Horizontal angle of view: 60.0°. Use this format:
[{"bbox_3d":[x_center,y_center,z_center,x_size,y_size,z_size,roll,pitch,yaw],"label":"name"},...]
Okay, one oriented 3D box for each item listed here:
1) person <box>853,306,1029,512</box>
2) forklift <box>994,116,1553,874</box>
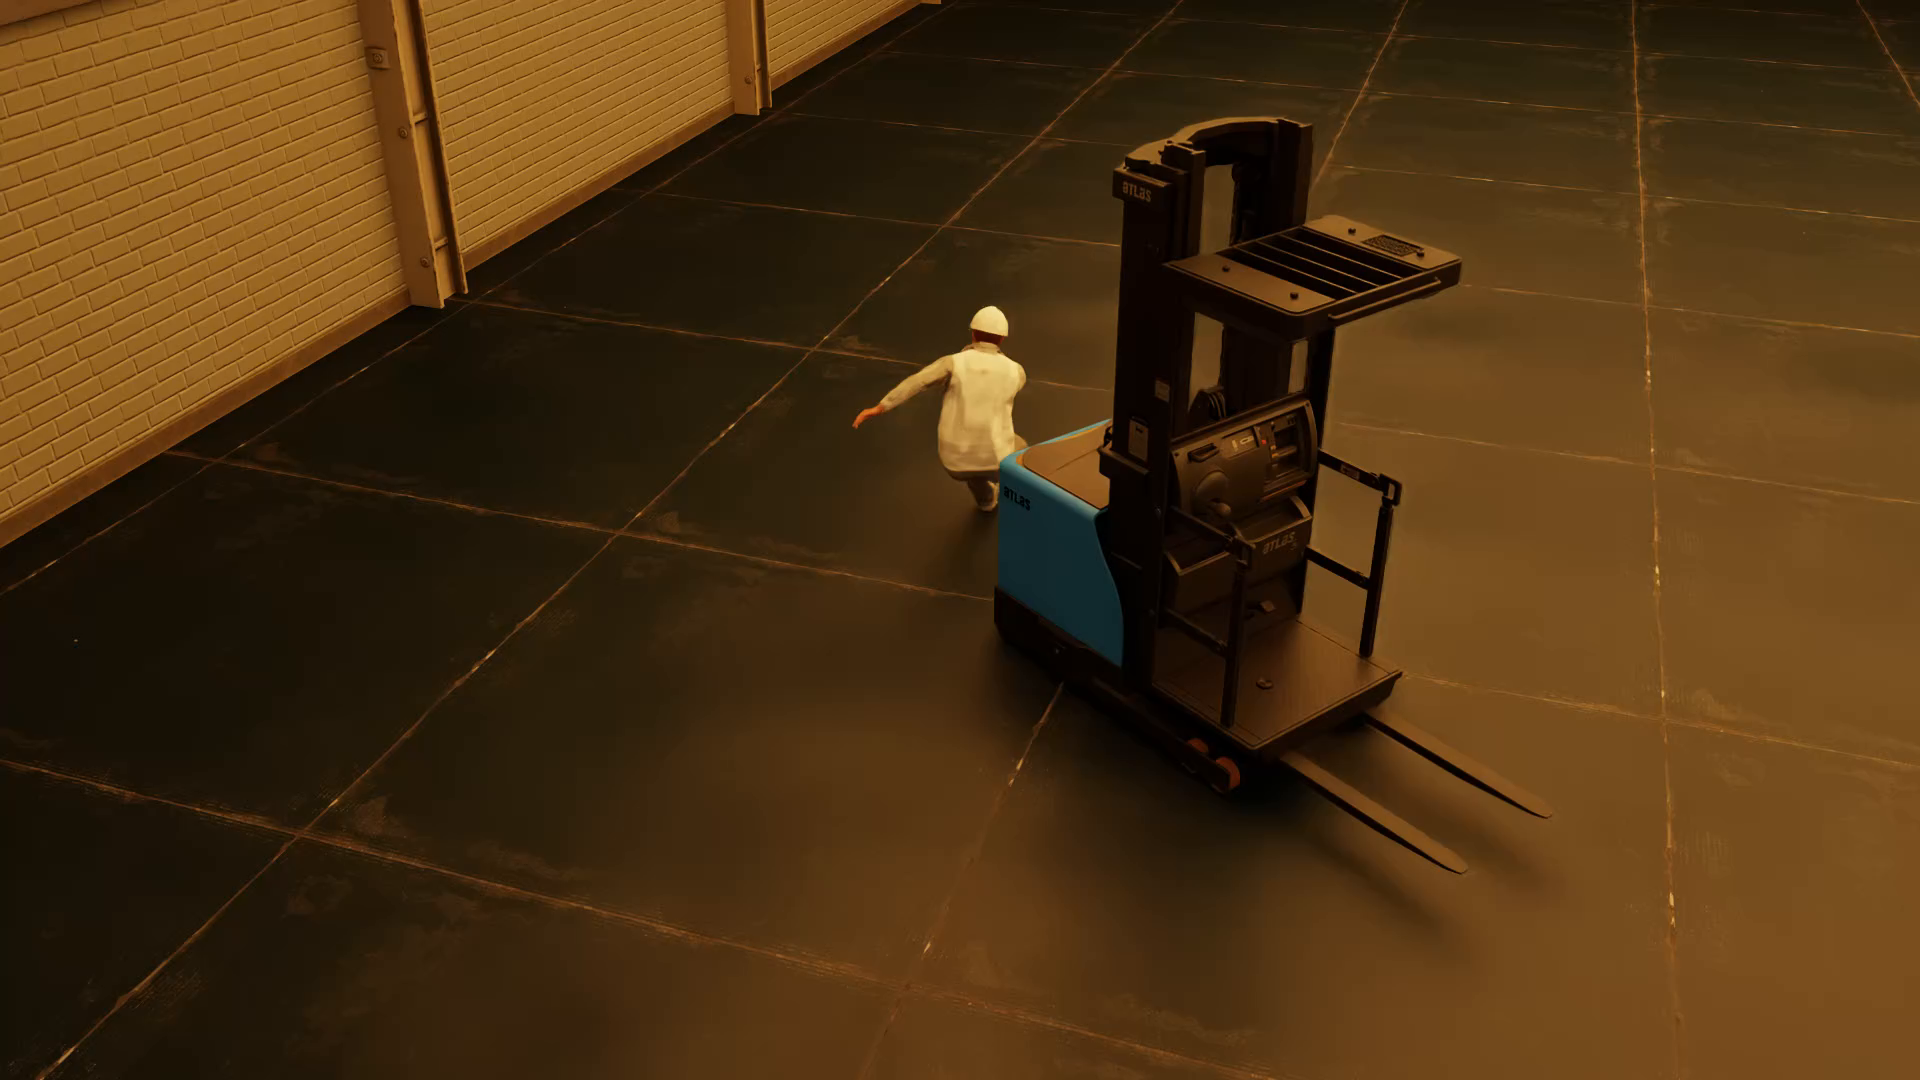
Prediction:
[{"bbox_3d":[-0.021,-0.675,9.866,1.178,1.478,0.935,0,30,0],"label":"person"},{"bbox_3d":[1.486,-0.342,7.736,1.130,2.935,3.031,-21,36,-32],"label":"forklift"}]
